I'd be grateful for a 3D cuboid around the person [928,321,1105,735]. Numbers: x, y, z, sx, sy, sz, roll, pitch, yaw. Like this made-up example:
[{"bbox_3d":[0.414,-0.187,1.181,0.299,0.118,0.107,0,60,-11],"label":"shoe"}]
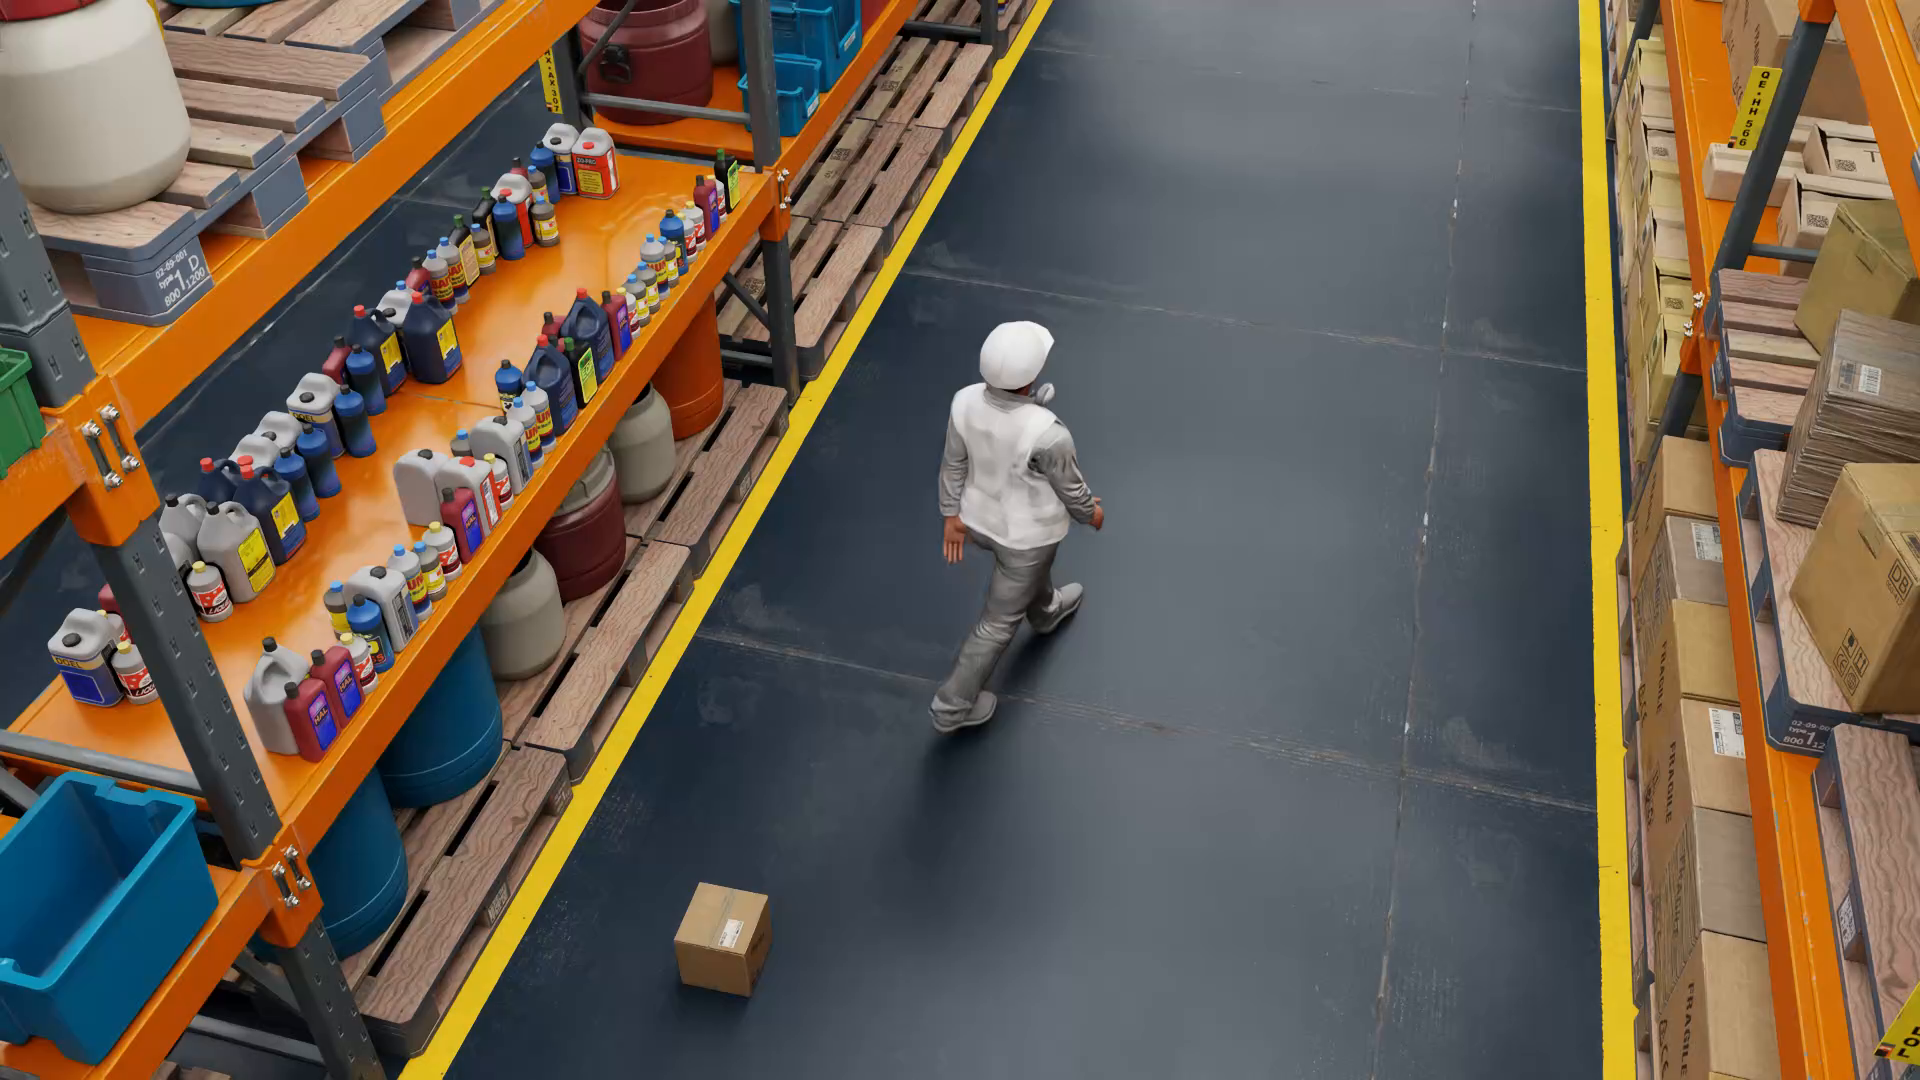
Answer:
[{"bbox_3d":[0.239,-0.107,6.272,0.532,1.724,1.045,33,51,32],"label":"person"}]
